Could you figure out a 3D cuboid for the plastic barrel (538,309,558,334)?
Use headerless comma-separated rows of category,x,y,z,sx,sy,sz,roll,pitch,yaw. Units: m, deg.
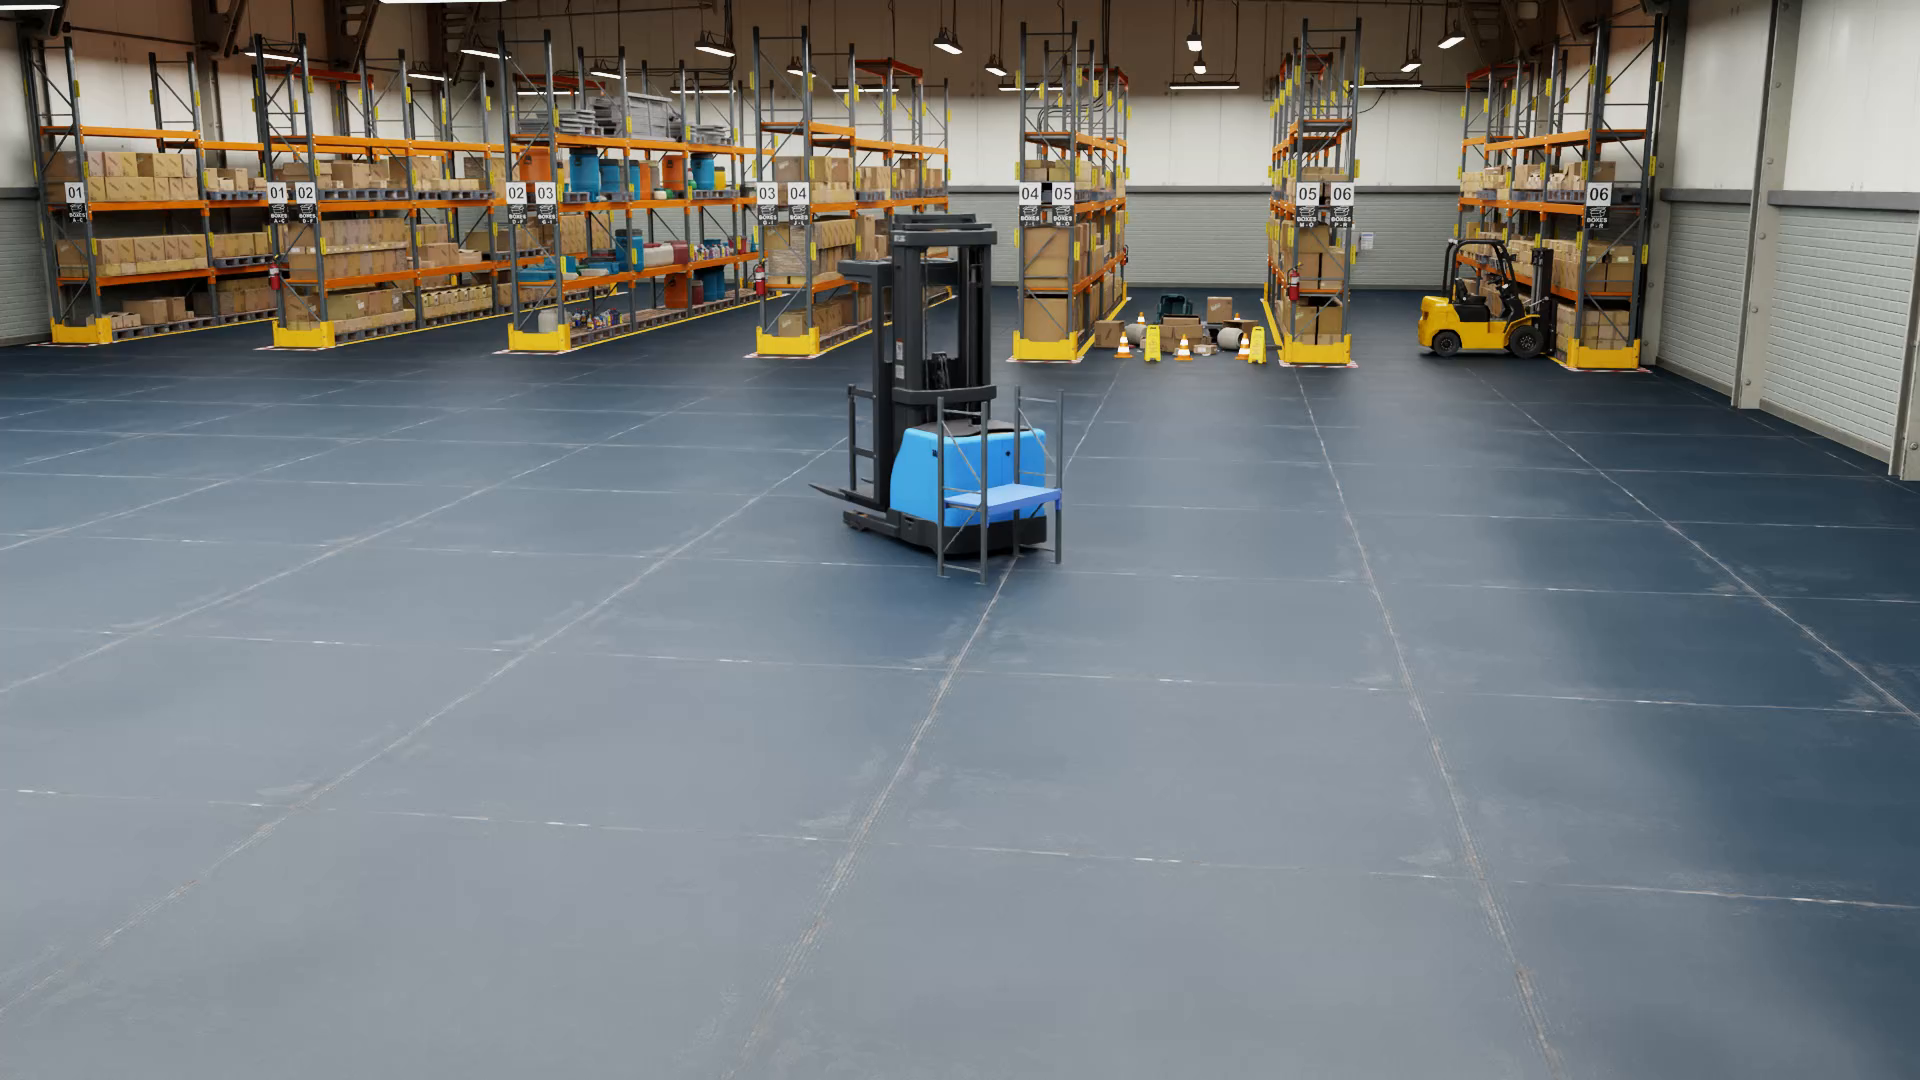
plastic barrel,-8.168,-4.313,33.051,0.421,0.512,0.421,0,12,0

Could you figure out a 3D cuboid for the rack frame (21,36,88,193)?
rack frame,-17.983,-8.438,33.043,1.000,3.000,0.127,2,12,9

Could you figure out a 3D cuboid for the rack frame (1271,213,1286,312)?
rack frame,8.338,-7.201,41.542,1.000,3.000,0.127,2,12,9

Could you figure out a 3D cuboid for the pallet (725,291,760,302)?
pallet,-6.088,-6.728,45.969,1.003,0.211,1.213,2,12,9

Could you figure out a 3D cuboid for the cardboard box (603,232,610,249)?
cardboard box,-10.426,-8.623,47.905,0.500,0.500,0.500,2,12,10

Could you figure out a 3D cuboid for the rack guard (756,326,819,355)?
rack guard,-3.288,-3.818,31.778,1.175,0.500,0.348,2,12,9

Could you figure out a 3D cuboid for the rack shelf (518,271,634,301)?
rack shelf,-7.886,-5.249,34.193,1.077,0.370,4.000,2,12,9

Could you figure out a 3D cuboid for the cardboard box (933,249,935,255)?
cardboard box,-0.881,-7.720,44.547,0.380,0.149,0.250,2,12,9

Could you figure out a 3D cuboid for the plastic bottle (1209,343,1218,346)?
plastic bottle,5.056,-3.891,33.160,0.133,0.061,0.283,4,13,18

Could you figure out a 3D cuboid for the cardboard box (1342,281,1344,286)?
cardboard box,6.895,-4.750,30.765,0.380,0.149,0.250,1,12,7

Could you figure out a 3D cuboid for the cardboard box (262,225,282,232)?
cardboard box,-16.810,-7.611,40.627,0.380,0.149,0.250,0,12,-1

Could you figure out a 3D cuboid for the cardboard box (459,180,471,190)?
cardboard box,-11.934,-8.403,39.361,0.500,0.250,0.500,2,12,10

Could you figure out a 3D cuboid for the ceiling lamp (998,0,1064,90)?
ceiling lamp,2.080,-14.617,47.860,2.000,3.185,0.800,2,12,9

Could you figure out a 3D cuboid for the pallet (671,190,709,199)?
pallet,-6.749,-8.380,40.341,1.003,0.211,1.213,2,12,9

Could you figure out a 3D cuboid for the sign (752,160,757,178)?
sign,-3.845,-6.945,31.135,0.100,0.325,0.005,2,12,9

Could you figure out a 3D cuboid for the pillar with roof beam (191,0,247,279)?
pillar with roof beam,-13.553,-9.721,38.998,9.100,9.000,0.548,2,12,9

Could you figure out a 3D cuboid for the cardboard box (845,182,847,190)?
cardboard box,-2.533,-7.260,34.106,0.380,0.149,0.250,1,12,6

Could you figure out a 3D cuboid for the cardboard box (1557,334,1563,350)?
cardboard box,11.244,-3.615,30.434,0.500,0.250,0.500,2,12,9

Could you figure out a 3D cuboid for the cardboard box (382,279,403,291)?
cardboard box,-15.921,-7.139,46.192,0.700,0.500,0.500,2,12,9

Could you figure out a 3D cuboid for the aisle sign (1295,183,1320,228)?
aisle sign,6.197,-5.970,29.661,0.394,0.787,0.004,2,12,9

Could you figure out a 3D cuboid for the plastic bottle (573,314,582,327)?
plastic bottle,-8.057,-4.619,34.982,0.152,0.276,0.135,2,12,9

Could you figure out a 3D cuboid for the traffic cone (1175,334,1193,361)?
traffic cone,4.135,-3.559,30.666,0.336,0.463,0.334,2,12,9

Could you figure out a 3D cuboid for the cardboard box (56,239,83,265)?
cardboard box,-18.120,-5.913,34.097,0.500,0.500,0.500,2,12,8

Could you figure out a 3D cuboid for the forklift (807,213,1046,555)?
forklift,-0.450,-1.559,15.526,1.130,2.935,3.031,-8,14,-32

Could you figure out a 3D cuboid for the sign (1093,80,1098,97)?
sign,2.746,-9.118,33.607,0.100,0.325,0.005,2,12,9

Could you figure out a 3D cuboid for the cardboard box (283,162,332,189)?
cardboard box,-12.995,-7.256,33.103,0.797,0.503,0.637,3,12,13

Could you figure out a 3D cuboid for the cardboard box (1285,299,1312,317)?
cardboard box,6.598,-4.429,32.433,0.500,0.500,0.500,3,12,12

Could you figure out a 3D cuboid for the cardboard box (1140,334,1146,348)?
cardboard box,3.757,-3.921,32.812,0.396,0.266,0.258,4,13,18

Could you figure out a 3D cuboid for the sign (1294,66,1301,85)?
sign,5.947,-8.192,29.307,0.100,0.325,0.005,2,12,9

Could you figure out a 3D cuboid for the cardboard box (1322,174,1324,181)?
cardboard box,6.772,-6.556,30.136,0.380,0.149,0.250,2,12,8

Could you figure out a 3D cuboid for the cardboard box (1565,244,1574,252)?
cardboard box,11.308,-5.350,30.473,0.380,0.149,0.250,2,12,10

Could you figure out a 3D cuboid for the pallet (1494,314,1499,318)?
pallet,12.780,-4.999,37.945,1.003,0.211,1.213,2,12,9

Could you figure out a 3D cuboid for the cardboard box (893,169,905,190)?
cardboard box,-1.776,-8.837,40.774,0.797,0.503,0.637,2,12,8

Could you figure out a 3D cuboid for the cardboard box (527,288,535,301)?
cardboard box,-11.272,-6.412,42.770,0.500,0.500,0.500,1,12,7

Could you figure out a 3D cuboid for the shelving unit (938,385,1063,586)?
shelving unit,0.344,-0.479,13.912,0.538,1.500,1.048,10,16,39

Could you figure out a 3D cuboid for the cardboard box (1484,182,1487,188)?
cardboard box,12.665,-8.430,39.491,0.380,0.149,0.250,2,12,9

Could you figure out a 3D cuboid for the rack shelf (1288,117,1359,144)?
rack shelf,6.800,-7.698,31.327,1.077,0.370,4.000,2,12,9

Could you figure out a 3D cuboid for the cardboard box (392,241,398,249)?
cardboard box,-12.380,-6.375,35.932,0.380,0.149,0.250,2,12,7

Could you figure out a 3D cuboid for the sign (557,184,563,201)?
sign,-7.650,-6.636,31.782,0.100,0.325,0.005,2,12,9

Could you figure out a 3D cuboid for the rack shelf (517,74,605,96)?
rack shelf,-10.934,-12.466,45.551,1.077,0.370,4.000,2,12,9

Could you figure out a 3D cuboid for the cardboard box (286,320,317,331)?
cardboard box,-13.297,-4.328,33.742,0.500,0.250,0.500,2,12,9

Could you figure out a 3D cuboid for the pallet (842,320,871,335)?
pallet,-2.566,-4.655,36.351,1.003,0.211,1.213,2,12,9

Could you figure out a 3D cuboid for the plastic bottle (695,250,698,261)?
plastic bottle,-6.506,-6.965,40.743,0.152,0.276,0.135,2,12,9

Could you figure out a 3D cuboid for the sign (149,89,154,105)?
sign,-17.917,-9.821,36.870,0.100,0.325,0.005,2,12,9

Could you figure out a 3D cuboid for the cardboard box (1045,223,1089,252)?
cardboard box,2.141,-6.082,33.432,0.875,0.550,0.550,2,12,9

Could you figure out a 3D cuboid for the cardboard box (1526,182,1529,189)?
cardboard box,12.001,-7.372,34.581,0.380,0.149,0.250,2,12,8
